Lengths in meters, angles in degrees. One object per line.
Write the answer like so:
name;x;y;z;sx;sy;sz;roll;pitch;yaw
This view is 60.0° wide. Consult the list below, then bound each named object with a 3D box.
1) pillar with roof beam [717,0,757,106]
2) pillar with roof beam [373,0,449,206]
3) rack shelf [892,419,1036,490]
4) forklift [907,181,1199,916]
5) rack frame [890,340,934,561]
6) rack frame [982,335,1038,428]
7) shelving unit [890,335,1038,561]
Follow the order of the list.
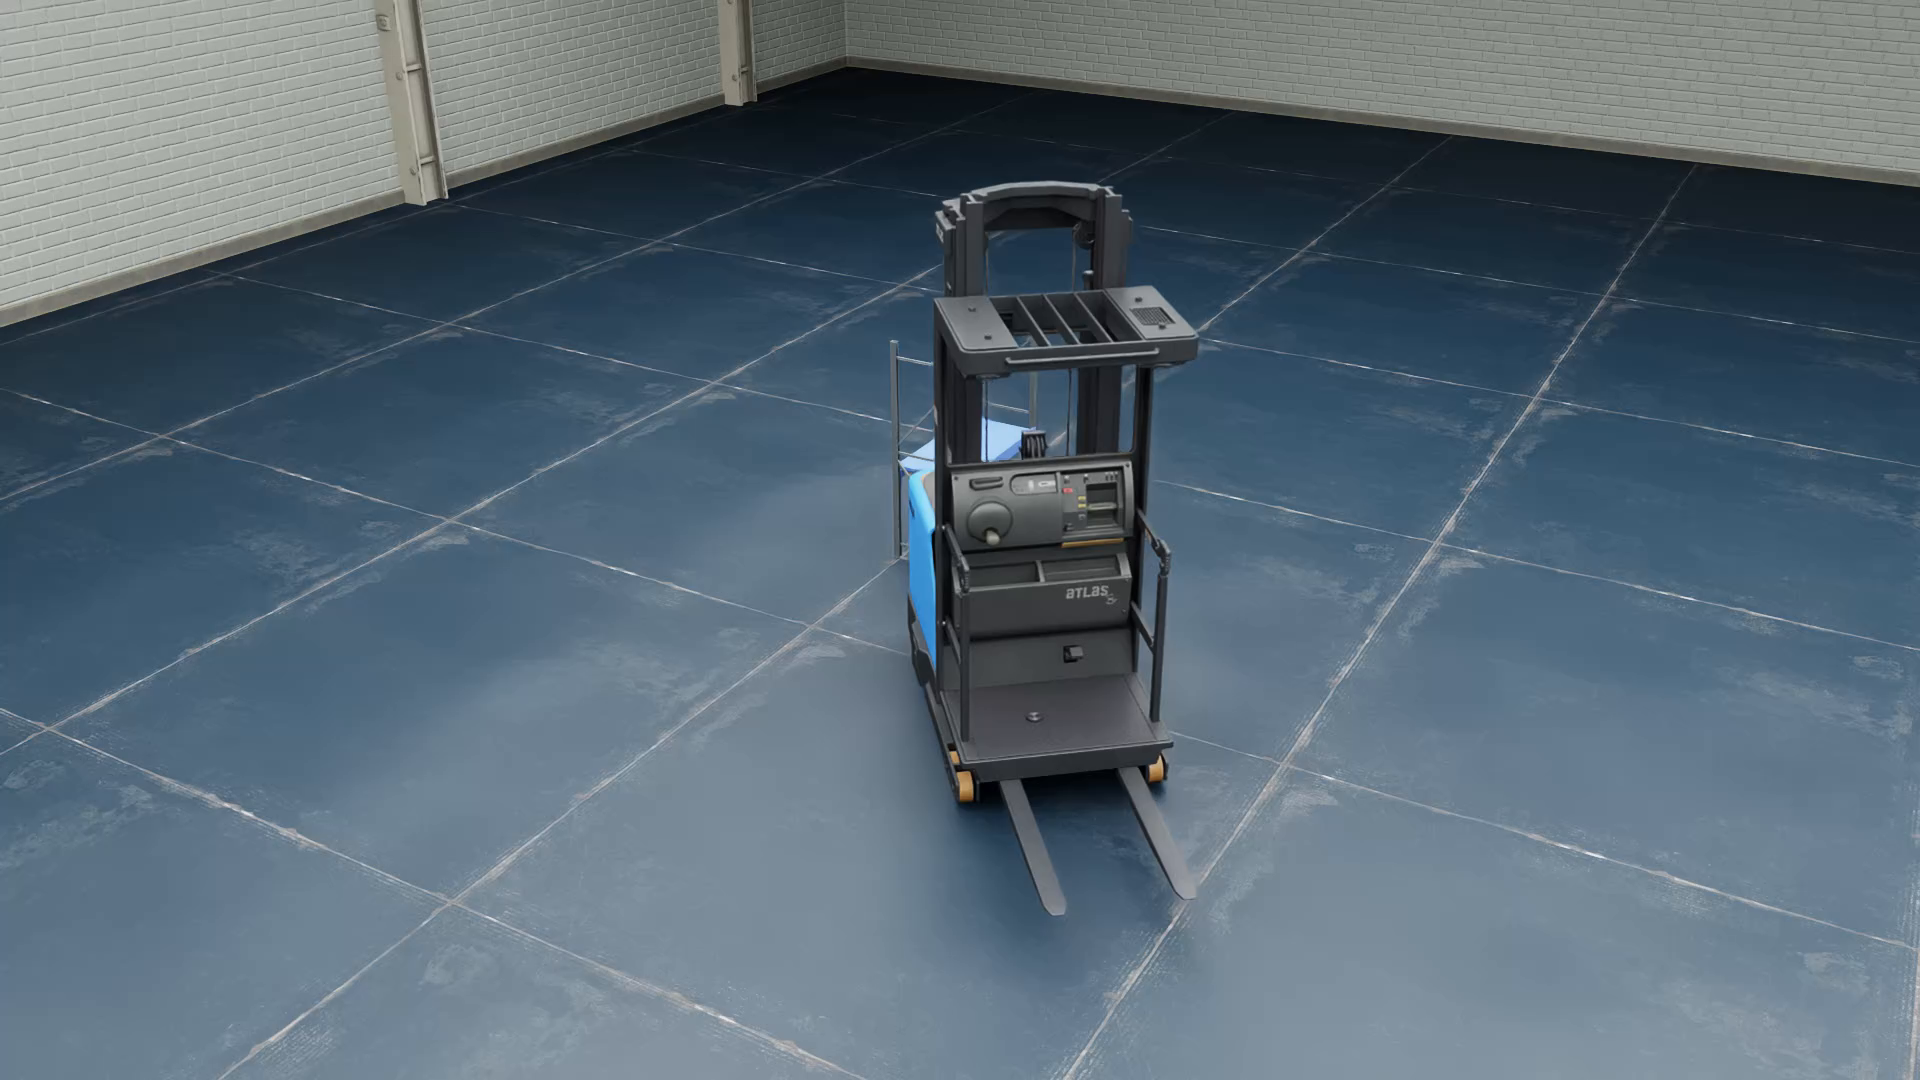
pillar with roof beam;0.637;-9.278;19.652;9.100;9.000;0.400;14;30;26
pillar with roof beam;-2.315;-6.940;14.981;9.100;9.000;0.400;14;30;26
rack shelf;0.042;-0.543;10.981;0.538;0.185;1.000;14;30;26
forklift;0.460;-0.144;8.183;1.130;2.935;3.031;-5;27;-9
rack frame;-0.208;-0.506;10.505;0.500;1.500;0.032;14;30;26
rack frame;0.292;-0.902;11.296;0.500;1.500;0.032;14;30;26
shelving unit;0.042;-0.704;10.901;0.538;1.500;1.048;14;30;26
